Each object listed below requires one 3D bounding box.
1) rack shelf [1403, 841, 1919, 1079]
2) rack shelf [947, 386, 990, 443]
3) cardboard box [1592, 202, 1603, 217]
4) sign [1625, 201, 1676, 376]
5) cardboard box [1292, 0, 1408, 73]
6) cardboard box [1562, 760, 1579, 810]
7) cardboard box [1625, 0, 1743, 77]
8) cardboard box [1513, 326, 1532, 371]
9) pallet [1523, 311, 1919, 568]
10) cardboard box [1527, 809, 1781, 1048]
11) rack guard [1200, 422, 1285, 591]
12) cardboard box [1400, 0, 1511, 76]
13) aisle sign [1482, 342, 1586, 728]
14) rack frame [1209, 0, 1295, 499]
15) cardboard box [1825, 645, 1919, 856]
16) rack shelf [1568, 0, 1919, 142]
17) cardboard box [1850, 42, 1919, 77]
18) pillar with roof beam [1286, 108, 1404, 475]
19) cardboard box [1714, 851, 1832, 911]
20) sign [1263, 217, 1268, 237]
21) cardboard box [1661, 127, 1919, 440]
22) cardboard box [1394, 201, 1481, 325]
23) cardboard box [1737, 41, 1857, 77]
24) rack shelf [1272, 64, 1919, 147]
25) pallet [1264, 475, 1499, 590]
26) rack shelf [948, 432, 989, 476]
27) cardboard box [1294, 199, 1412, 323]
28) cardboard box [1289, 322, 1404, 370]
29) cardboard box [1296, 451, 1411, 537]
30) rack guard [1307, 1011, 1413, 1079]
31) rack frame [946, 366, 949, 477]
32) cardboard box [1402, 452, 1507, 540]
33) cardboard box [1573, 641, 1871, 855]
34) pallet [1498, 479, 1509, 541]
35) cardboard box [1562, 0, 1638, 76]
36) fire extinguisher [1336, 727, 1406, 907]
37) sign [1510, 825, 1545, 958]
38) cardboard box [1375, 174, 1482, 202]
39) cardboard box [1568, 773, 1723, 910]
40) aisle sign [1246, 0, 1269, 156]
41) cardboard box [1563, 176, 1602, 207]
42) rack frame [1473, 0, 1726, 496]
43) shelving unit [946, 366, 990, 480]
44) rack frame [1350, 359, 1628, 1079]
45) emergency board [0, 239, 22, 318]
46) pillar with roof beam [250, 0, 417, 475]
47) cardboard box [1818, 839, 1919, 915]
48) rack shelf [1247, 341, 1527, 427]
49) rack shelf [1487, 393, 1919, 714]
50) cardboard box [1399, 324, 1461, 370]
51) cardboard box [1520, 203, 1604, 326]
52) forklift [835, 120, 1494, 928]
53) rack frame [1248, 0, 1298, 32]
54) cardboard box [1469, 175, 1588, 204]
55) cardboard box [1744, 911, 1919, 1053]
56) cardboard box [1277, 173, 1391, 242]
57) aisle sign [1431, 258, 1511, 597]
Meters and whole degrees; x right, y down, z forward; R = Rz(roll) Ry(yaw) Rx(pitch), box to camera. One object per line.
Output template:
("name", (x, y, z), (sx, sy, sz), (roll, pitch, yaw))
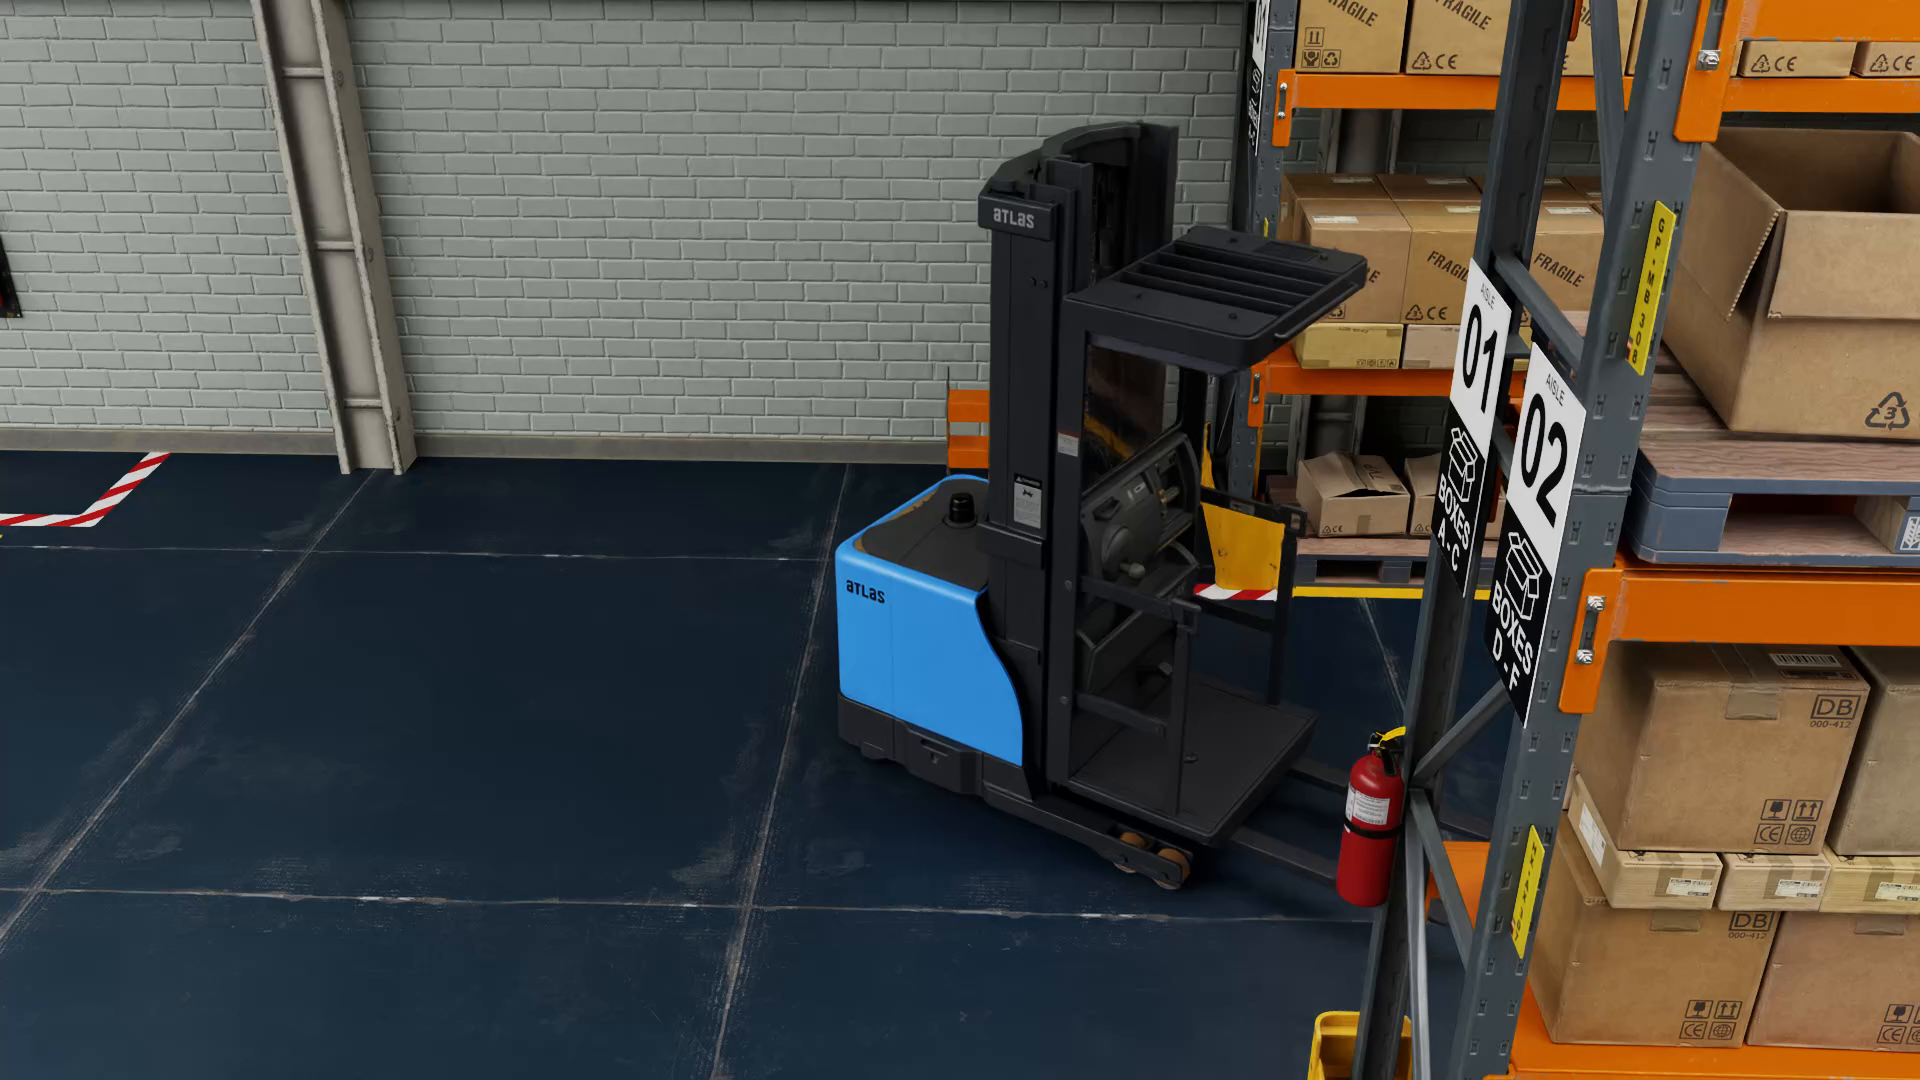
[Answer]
("rack shelf", (3.373, 1.347, 4.774), (4.000, 0.370, 1.077), (1, 28, 2))
("rack shelf", (0.053, -0.704, 9.374), (0.240, 0.259, 0.215), (1, 28, 2))
("cardboard box", (3.538, -1.420, 8.565), (0.500, 0.500, 0.500), (2, 28, 3))
("sign", (1.349, -0.490, 3.252), (0.005, 0.325, 0.100), (1, 28, 2))
("cardboard box", (1.871, -2.578, 8.080), (0.500, 0.500, 0.500), (2, 28, 3))
("cardboard box", (1.763, 0.583, 4.648), (0.250, 0.149, 0.380), (0, 28, 1))
("cardboard box", (3.461, -2.547, 8.021), (0.500, 0.500, 0.500), (3, 28, 5))
("cardboard box", (3.050, -1.095, 8.752), (0.500, 0.250, 0.500), (1, 28, 1))
("pallet", (2.080, -0.266, 3.941), (1.213, 0.211, 1.003), (1, 28, 2))
("cardboard box", (1.840, 0.966, 4.618), (0.500, 0.500, 0.700), (1, 28, 2))
("rack guard", (1.621, -0.217, 9.625), (0.348, 0.500, 1.175), (1, 28, 2))
("cardboard box", (2.406, -2.552, 8.031), (0.500, 0.500, 0.500), (3, 28, 5))
("aisle sign", (1.298, -0.010, 3.790), (0.004, 0.787, 0.394), (1, 28, 2))
("rack frame", (1.545, -1.322, 9.042), (0.127, 3.000, 1.000), (1, 28, 2))
("cardboard box", (2.419, 0.400, 4.301), (0.500, 0.500, 0.700), (0, 28, 0))
("rack shelf", (3.373, -1.126, 3.462), (4.000, 0.370, 1.077), (1, 28, 2))
("cardboard box", (4.524, -2.541, 8.011), (0.500, 0.500, 0.500), (-1, 28, -3))
("pillar with roof beam", (2.123, -2.351, 4.577), (0.400, 9.000, 9.100), (1, 28, 2))
("cardboard box", (2.023, 0.776, 4.284), (0.250, 0.149, 0.380), (0, 28, 0))
("sign", (1.526, -1.451, 8.360), (0.005, 0.325, 0.100), (1, 28, 2))
("cardboard box", (1.948, -0.610, 3.788), (0.637, 0.503, 0.797), (3, 28, 5))
("cardboard box", (2.505, -1.435, 8.592), (0.500, 0.500, 0.500), (1, 28, 2))
("cardboard box", (3.969, -2.533, 7.995), (0.500, 0.500, 0.500), (0, 28, 0))
("rack shelf", (3.544, -2.297, 8.445), (4.000, 0.370, 1.077), (1, 28, 2))
("pallet", (2.432, -0.059, 9.636), (1.213, 0.211, 1.003), (1, 28, 2))
("rack shelf", (0.053, -0.454, 9.507), (0.240, 0.259, 0.215), (1, 28, 2))
("cardboard box", (2.012, -1.448, 8.616), (0.500, 0.500, 0.500), (1, 28, 2))
("cardboard box", (2.022, -1.108, 8.776), (0.500, 0.250, 0.500), (0, 28, 0))
("cardboard box", (2.234, -0.275, 9.467), (0.500, 0.311, 0.500), (-2, 28, -4))
("rack guard", (1.350, 2.101, 5.254), (0.348, 0.500, 1.175), (1, 28, 2))
("rack frame", (-0.068, -0.465, 9.506), (0.008, 1.050, 0.200), (1, 28, 2))
("cardboard box", (2.803, -0.266, 9.449), (0.500, 0.311, 0.500), (3, 28, 6))
("cardboard box", (1.893, 0.394, 4.313), (0.500, 0.500, 0.700), (1, 28, 2))
("pallet", (3.648, -0.037, 9.595), (1.213, 0.211, 1.003), (1, 28, 2))
("cardboard box", (2.925, -2.546, 8.019), (0.500, 0.500, 0.500), (2, 28, 4))
("fire extinguisher", (1.272, 0.811, 5.099), (0.183, 0.674, 0.296), (1, 28, 2))
("sign", (1.349, 0.839, 3.956), (0.005, 0.325, 0.100), (1, 28, 2))
("cardboard box", (2.527, -1.675, 9.045), (0.500, 0.500, 0.500), (1, 28, 2))
("cardboard box", (1.759, 0.773, 4.290), (0.250, 0.149, 0.380), (1, 28, 1))
("aisle sign", (1.463, -2.332, 8.170), (0.004, 0.787, 0.394), (1, 28, 2))
("cardboard box", (3.547, -1.660, 9.017), (0.500, 0.500, 0.500), (1, 28, 2))
("rack frame", (1.374, -1.654, 3.262), (0.127, 3.000, 1.000), (1, 28, 2))
("shelving unit", (0.053, -0.463, 9.502), (0.252, 1.050, 0.215), (1, 28, 2))
("rack frame", (1.374, 0.997, 4.667), (0.127, 3.000, 1.000), (1, 28, 2))
("emergency board", (-6.189, -1.873, 10.081), (0.643, 1.169, 0.194), (1, 28, 2))
("pillar with roof beam", (-3.873, -2.450, 4.764), (0.400, 9.000, 9.100), (1, 28, 2))
("cardboard box", (2.272, 0.781, 4.275), (0.250, 0.149, 0.380), (1, 28, 2))
("rack shelf", (3.544, -0.971, 9.148), (4.000, 0.370, 1.077), (1, 28, 2))
("rack shelf", (3.373, 0.022, 4.071), (4.000, 0.370, 1.077), (1, 28, 2))
("cardboard box", (2.541, -1.106, 8.773), (0.500, 0.250, 0.500), (0, 28, 0))
("cardboard box", (3.021, -1.423, 8.570), (0.500, 0.500, 0.500), (0, 28, 0))
("forklift", (0.931, -0.113, 6.834), (3.031, 2.935, 1.130), (18, 33, 30))
("rack frame", (1.545, -3.973, 7.636), (0.127, 3.000, 1.000), (1, 28, 2))
("cardboard box", (3.043, -1.668, 9.033), (0.500, 0.500, 0.500), (0, 28, 0))
("cardboard box", (2.365, 0.973, 4.606), (0.500, 0.500, 0.700), (2, 28, 3))
("cardboard box", (2.024, -1.688, 9.069), (0.500, 0.500, 0.500), (1, 28, 1))
("aisle sign", (1.319, -0.291, 4.320), (0.004, 0.787, 0.394), (1, 28, 2))
